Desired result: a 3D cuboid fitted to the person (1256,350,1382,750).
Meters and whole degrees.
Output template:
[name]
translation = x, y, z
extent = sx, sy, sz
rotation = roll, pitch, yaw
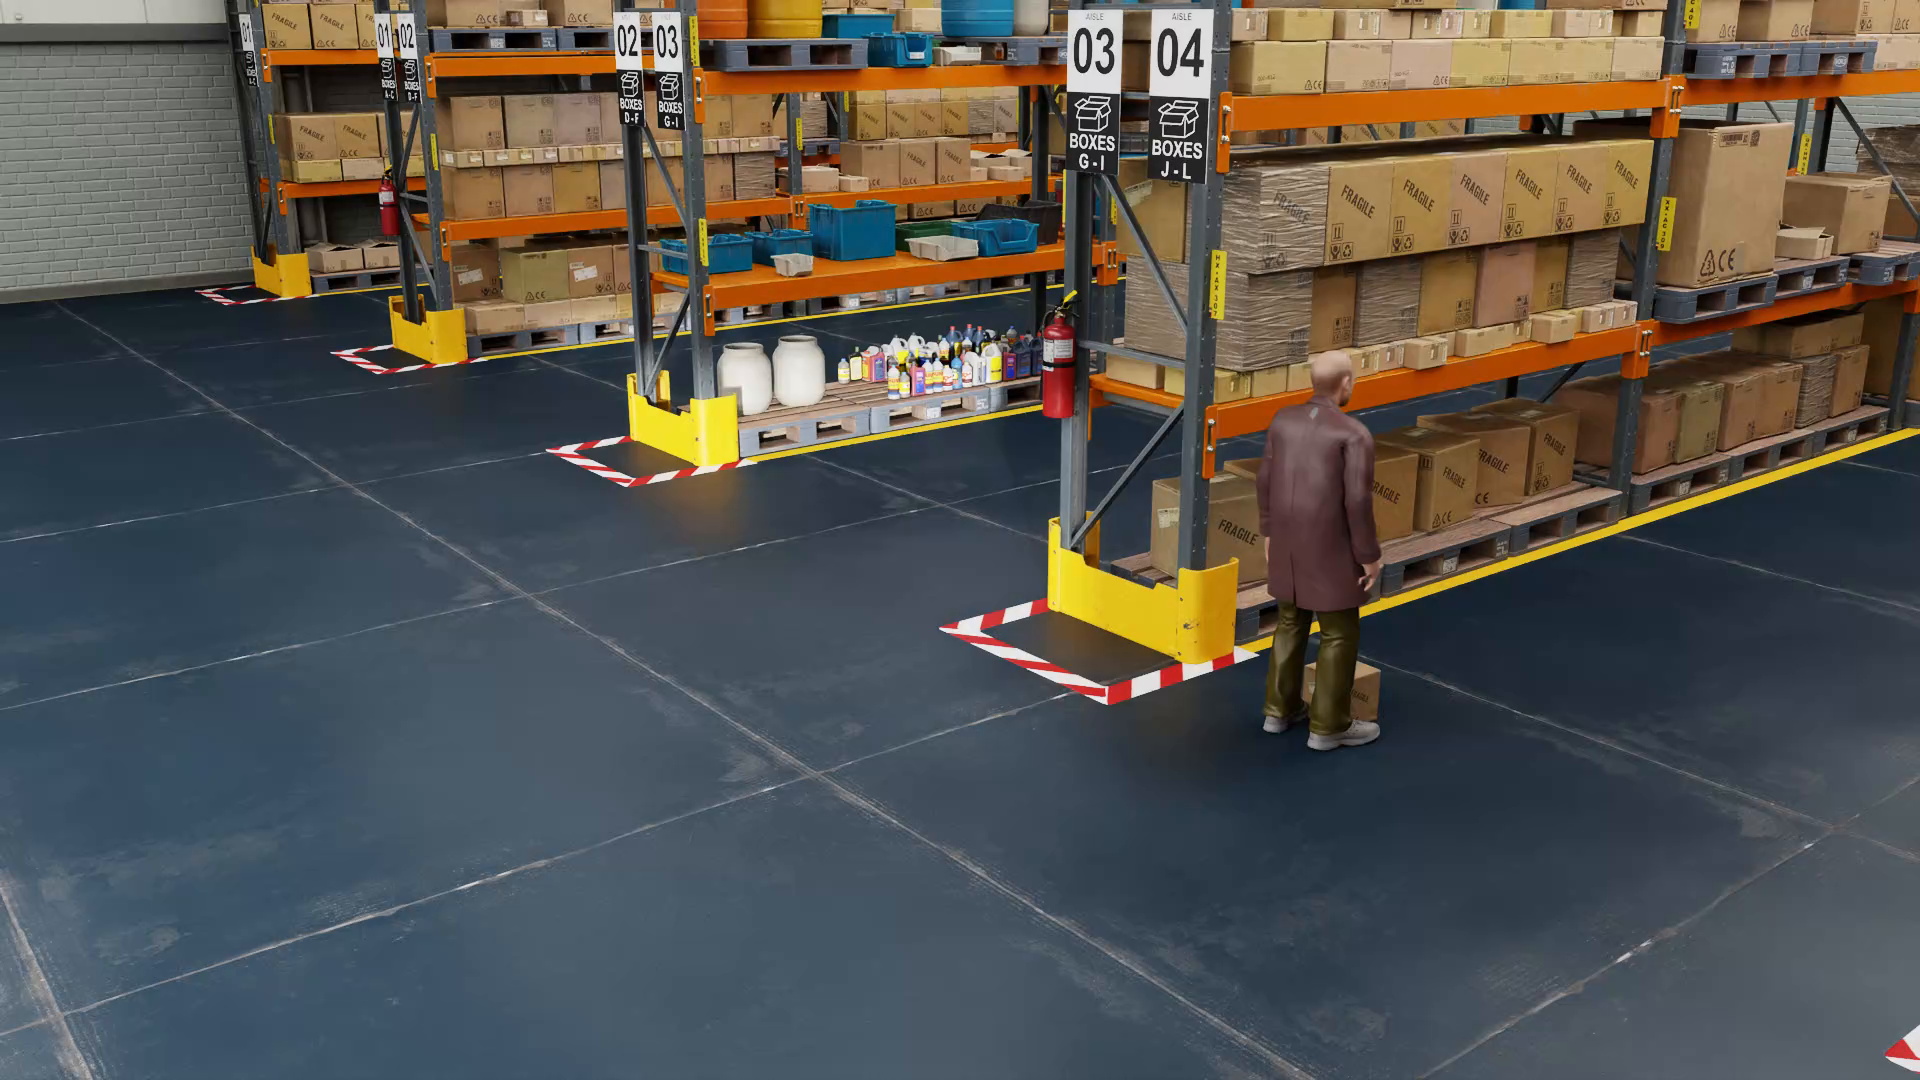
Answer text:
[person]
translation = 1.601, 0.038, 7.454
extent = 0.418, 1.773, 0.650
rotation = -14, 22, -38
